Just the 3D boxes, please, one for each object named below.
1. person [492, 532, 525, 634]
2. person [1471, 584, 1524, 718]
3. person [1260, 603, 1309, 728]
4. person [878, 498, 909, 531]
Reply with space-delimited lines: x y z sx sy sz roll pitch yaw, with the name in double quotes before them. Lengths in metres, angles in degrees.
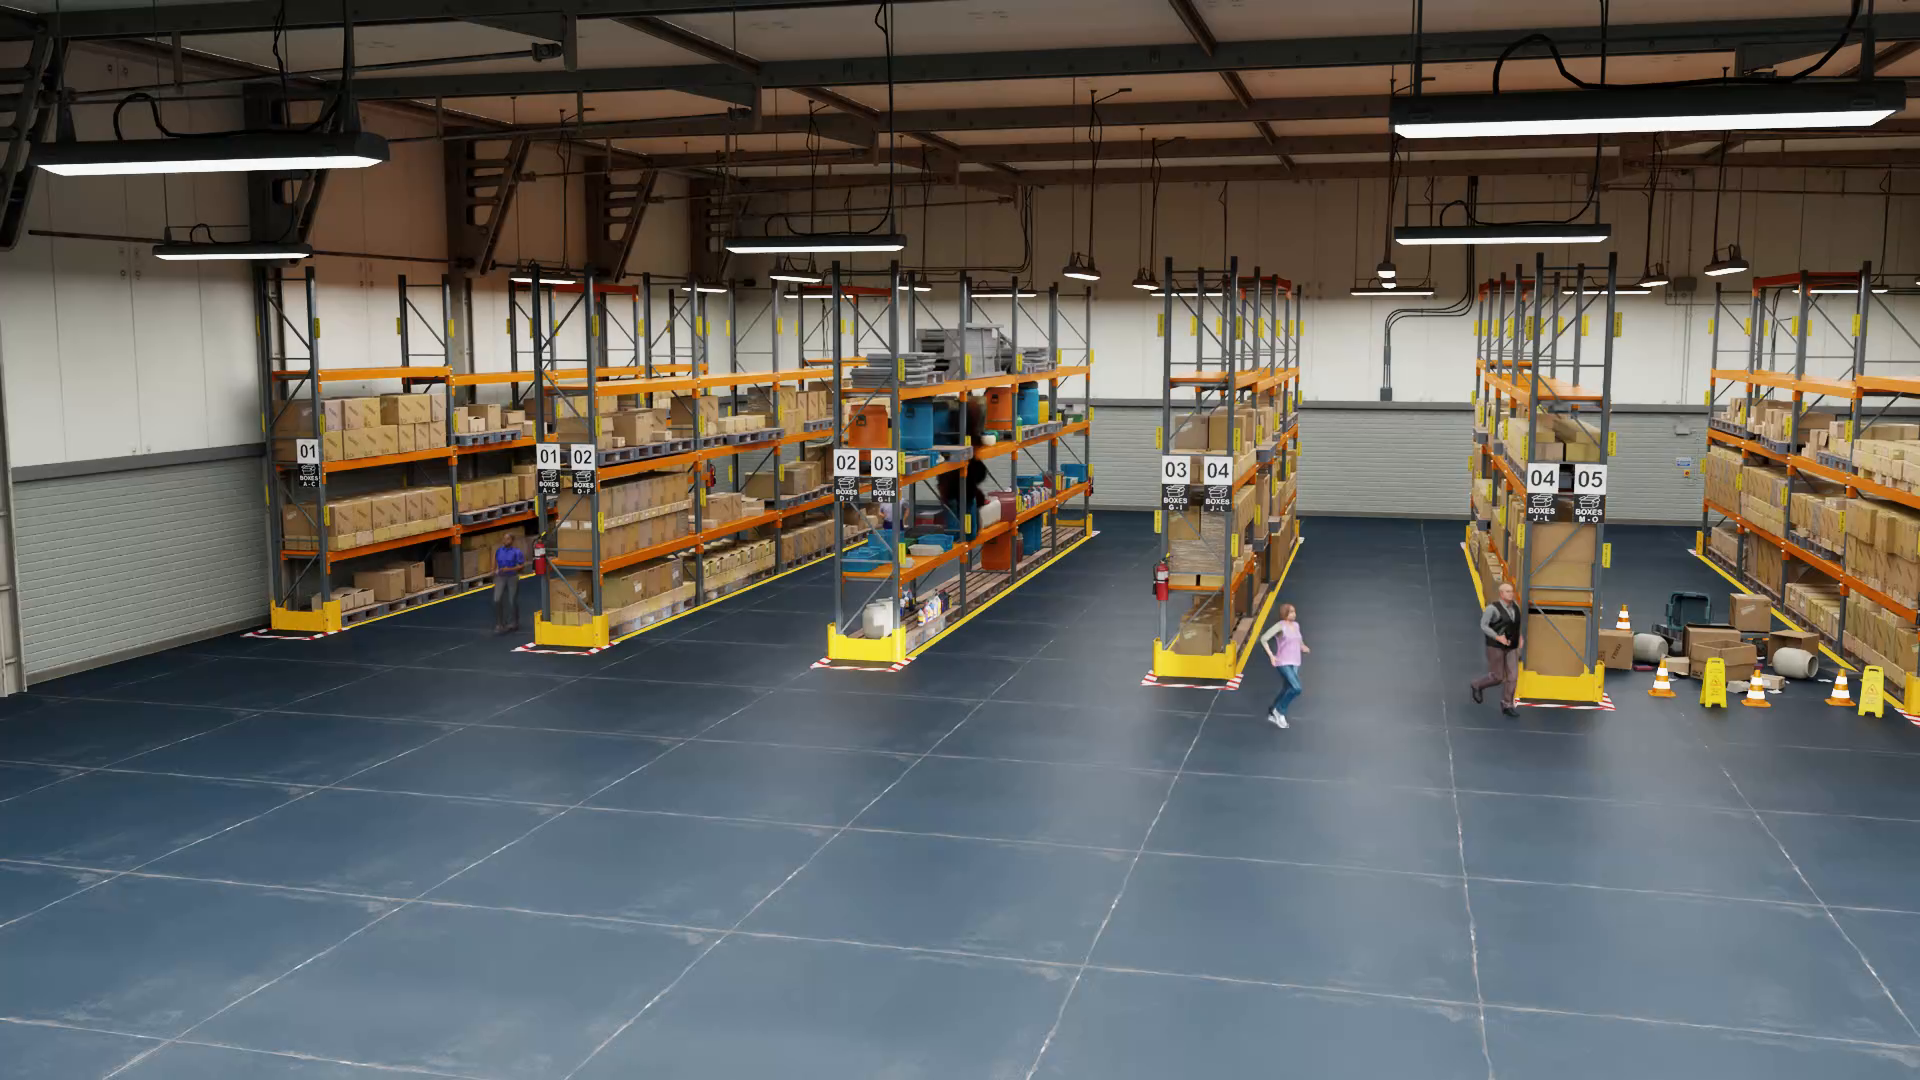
"person" -7.468 0.715 27.542 0.582 1.701 0.670 0 7 2
"person" 7.059 1.415 21.752 0.694 1.720 0.788 -4 8 -26
"person" 4.105 1.573 20.818 0.508 1.572 0.643 -6 10 -41
"person" -1.310 -0.210 32.608 0.606 1.694 0.836 1 7 8
